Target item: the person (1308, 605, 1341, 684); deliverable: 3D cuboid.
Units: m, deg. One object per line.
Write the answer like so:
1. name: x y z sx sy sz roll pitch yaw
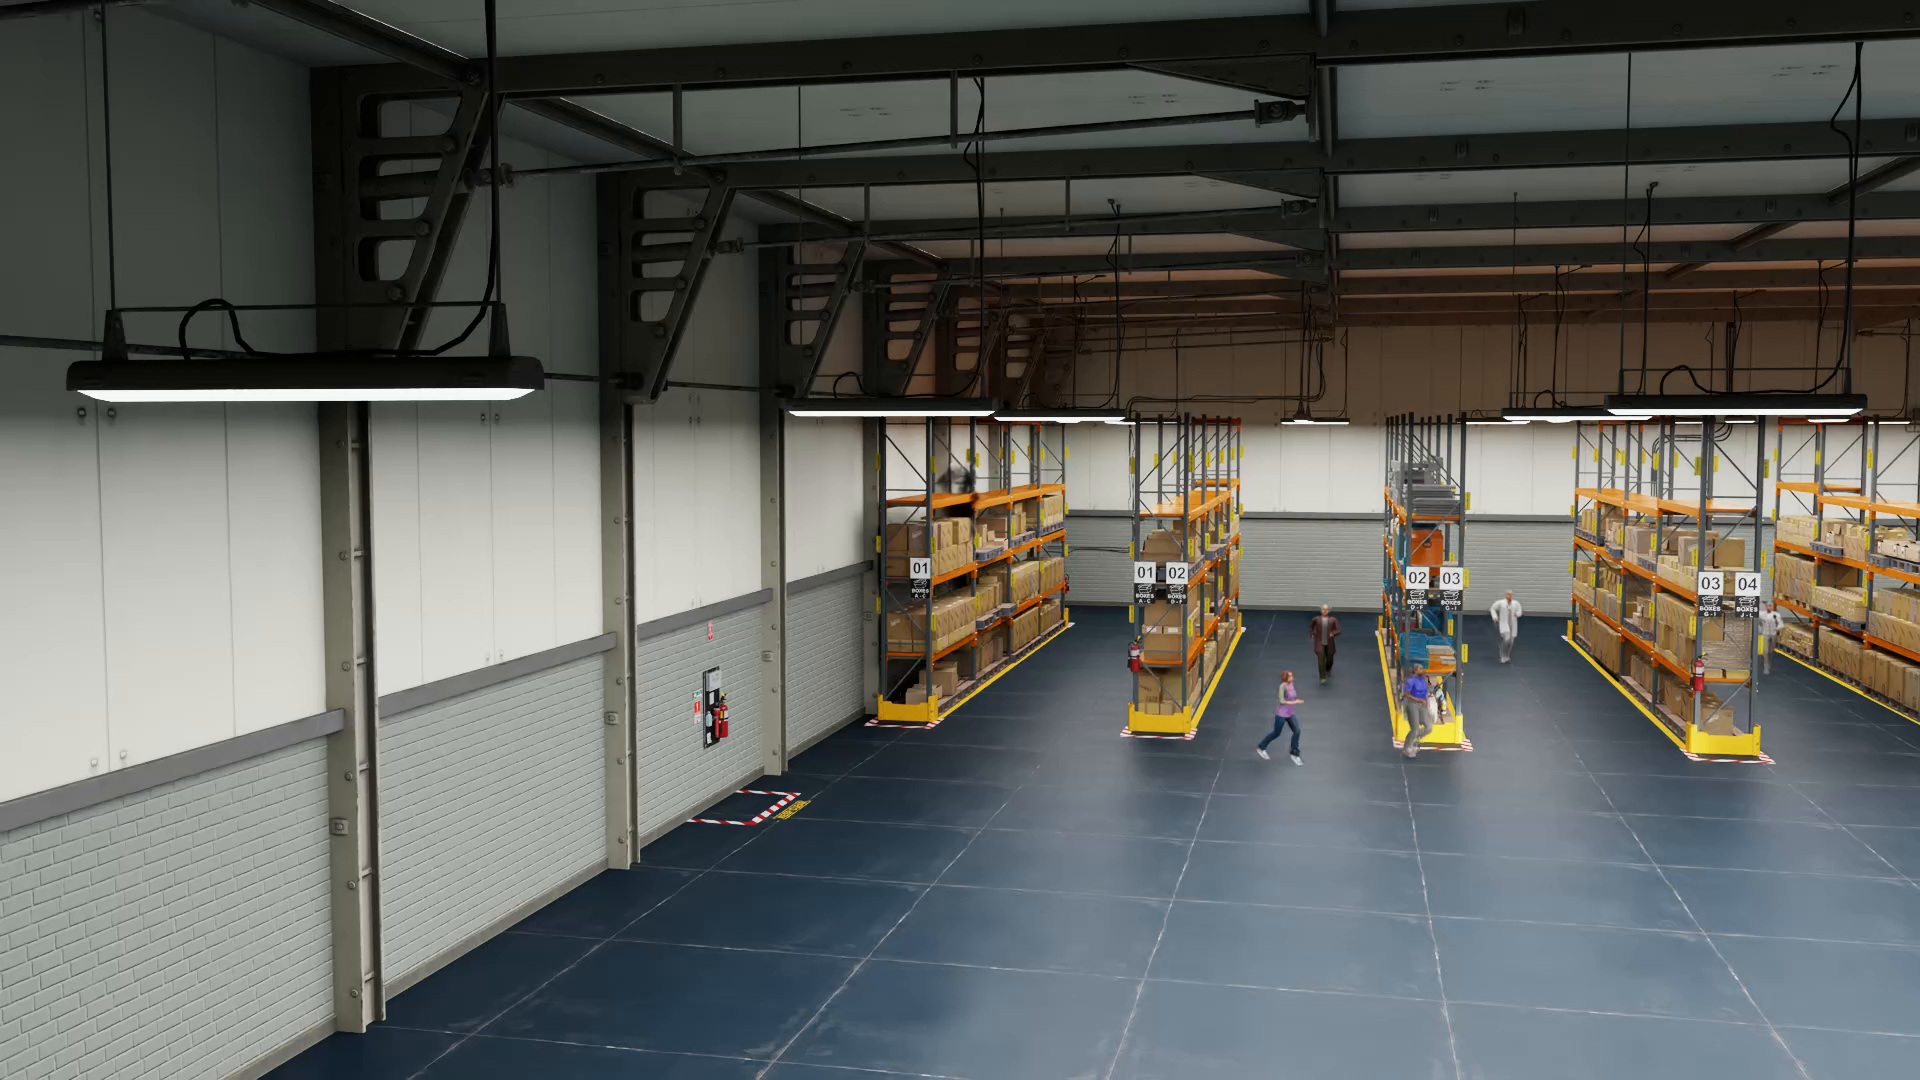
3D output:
1. person: 8.175 2.325 37.311 0.720 1.747 0.916 1 4 11

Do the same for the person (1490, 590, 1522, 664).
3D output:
1. person: 13.299 2.157 40.367 0.673 1.708 0.773 0 4 -3

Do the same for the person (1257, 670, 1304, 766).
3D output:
1. person: 5.493 3.008 28.328 0.848 1.633 0.548 4 5 43

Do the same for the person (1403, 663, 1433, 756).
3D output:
1. person: 8.001 2.955 28.948 0.597 1.624 0.536 -3 5 -34

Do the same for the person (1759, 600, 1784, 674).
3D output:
1. person: 18.877 2.235 38.775 0.606 1.712 0.824 1 4 19
